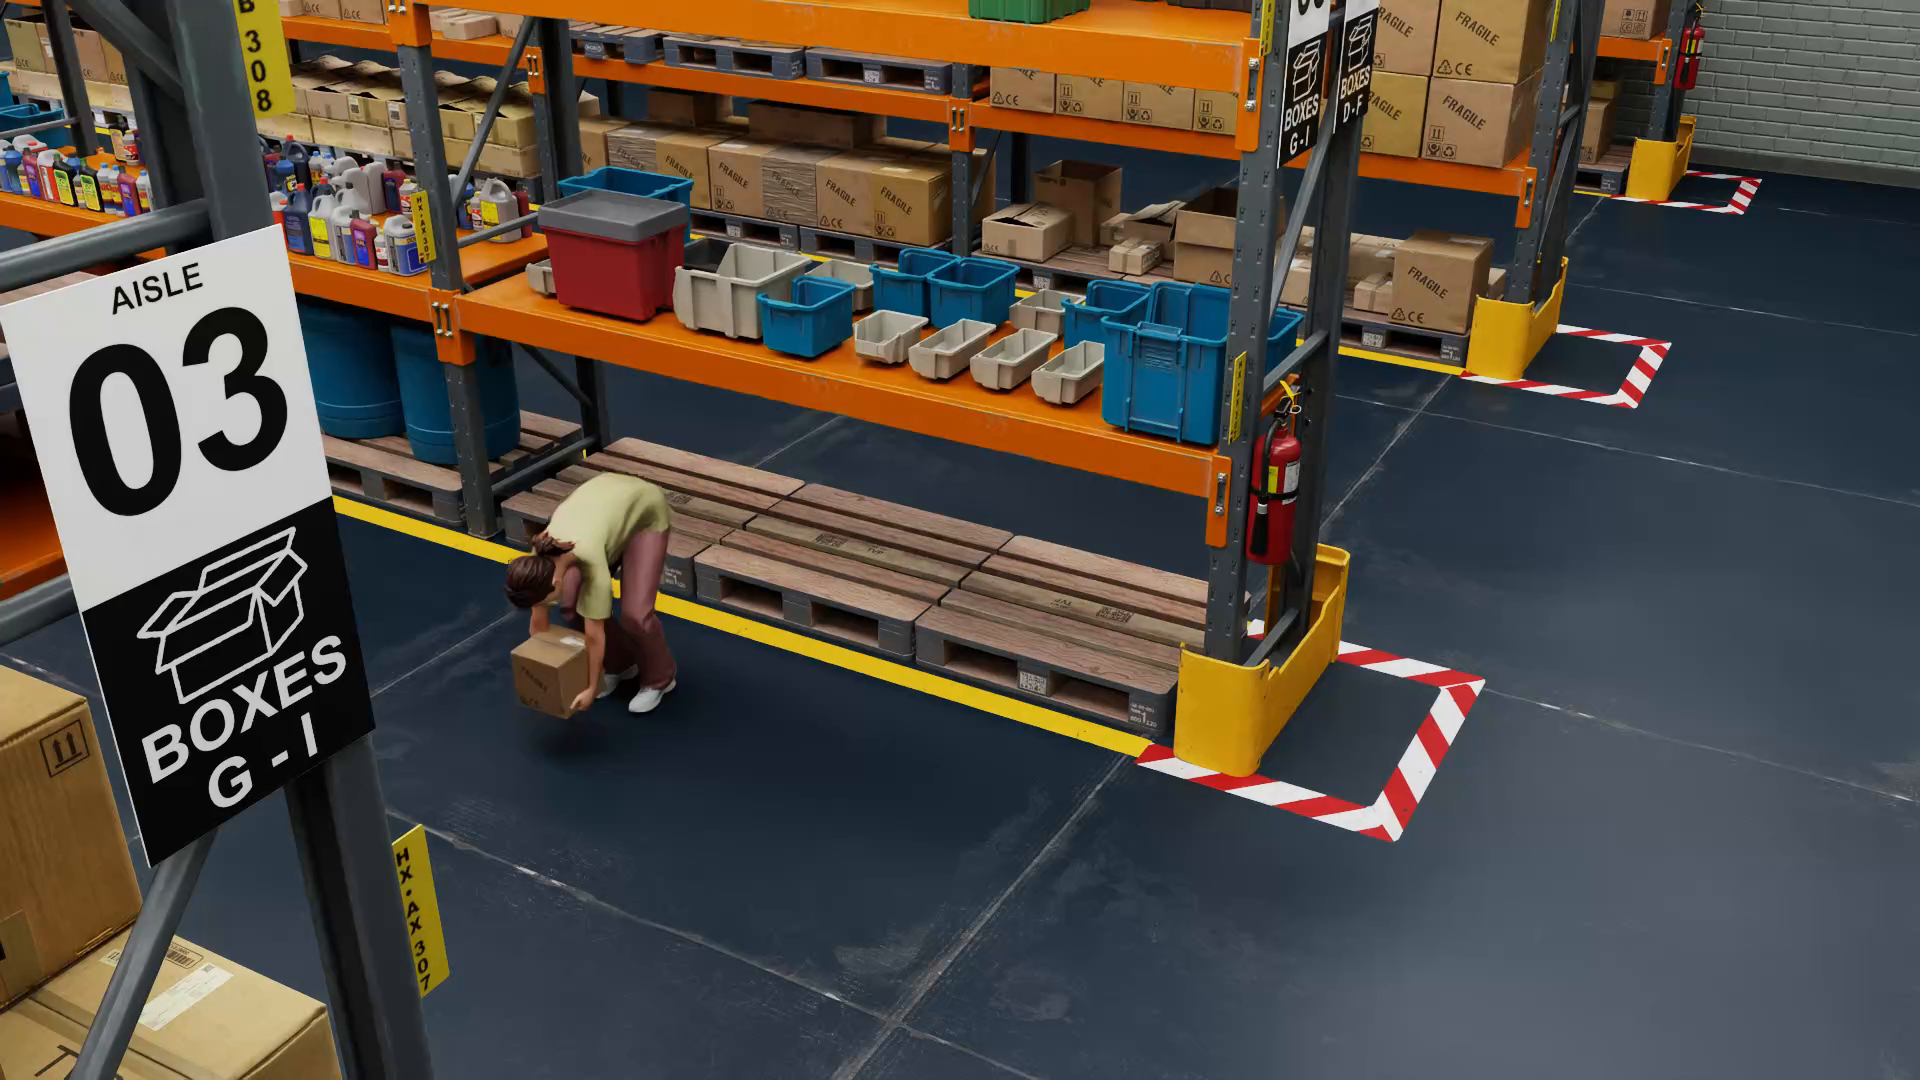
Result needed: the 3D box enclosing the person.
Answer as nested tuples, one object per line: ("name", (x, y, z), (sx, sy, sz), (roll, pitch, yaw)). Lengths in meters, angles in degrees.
("person", (-1.501, 0.305, 6.805), (0.446, 0.962, 0.864), (13, 29, 24))
